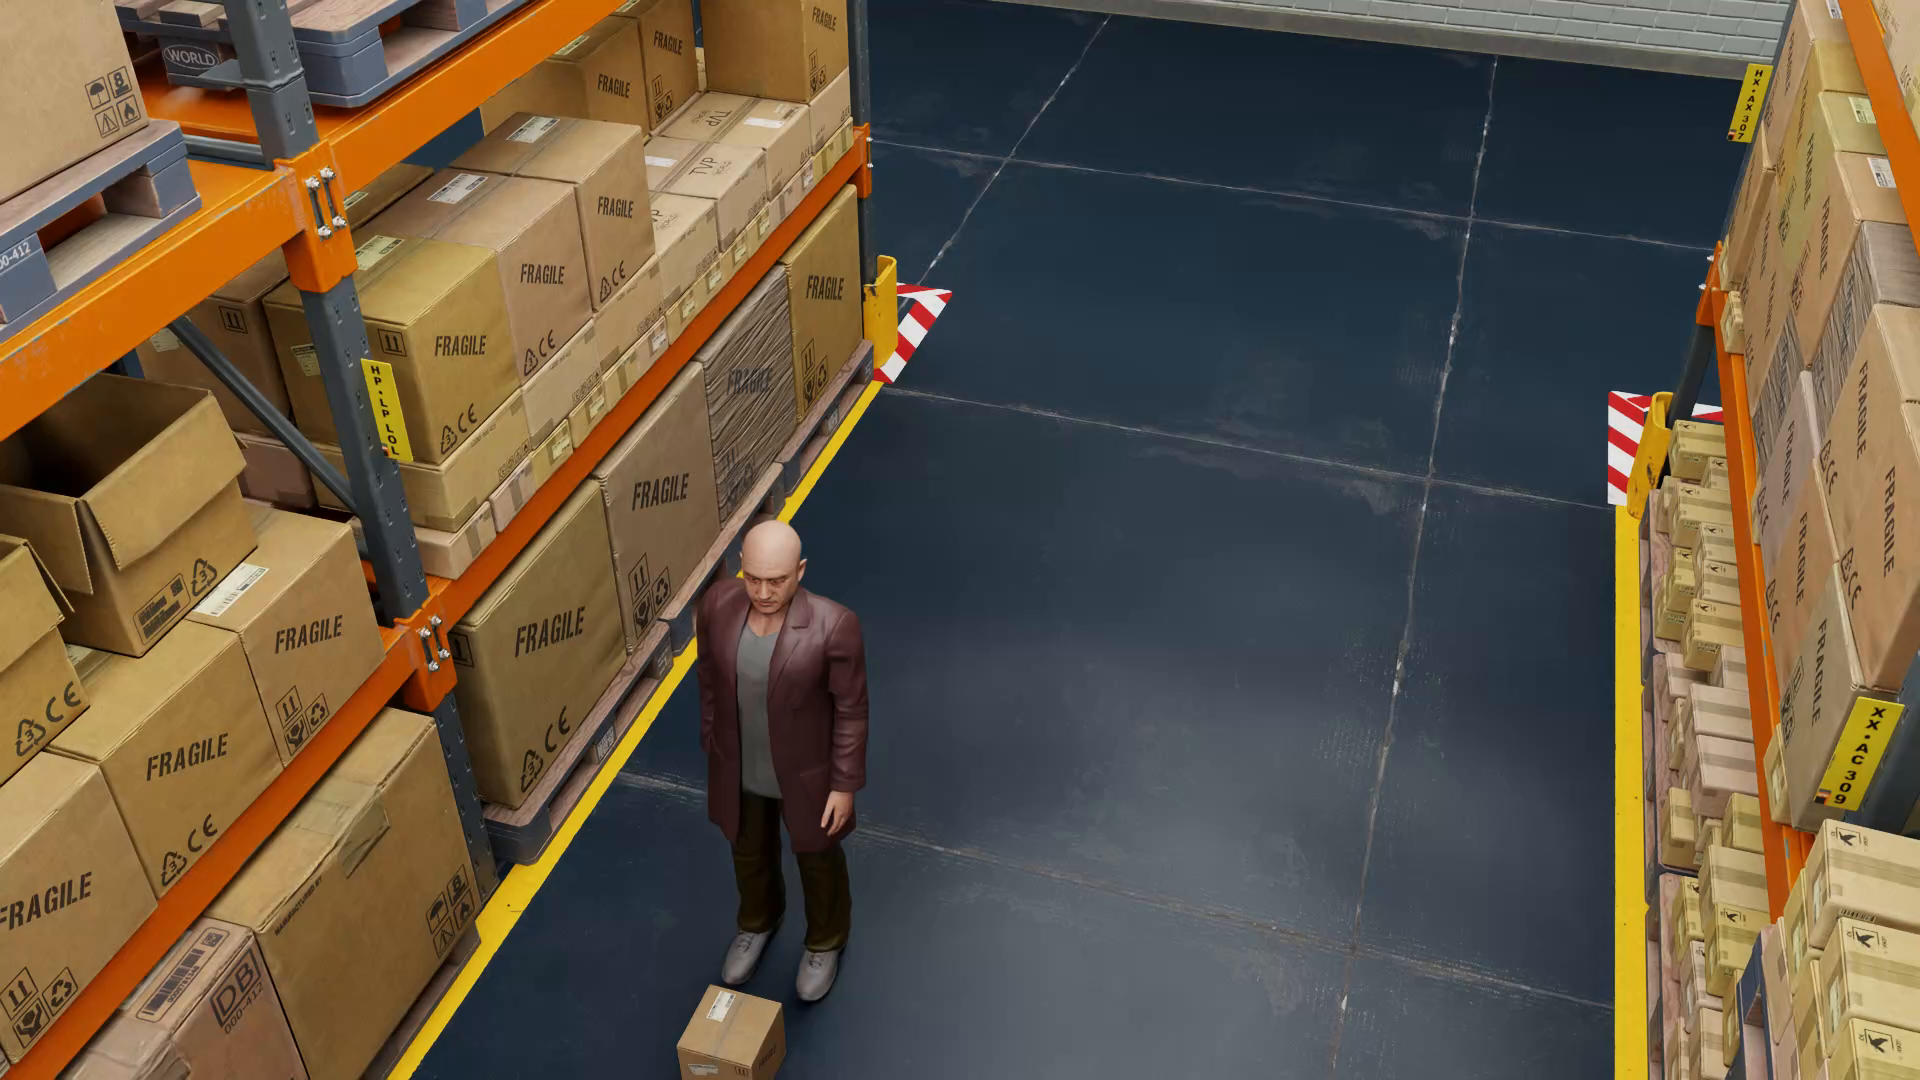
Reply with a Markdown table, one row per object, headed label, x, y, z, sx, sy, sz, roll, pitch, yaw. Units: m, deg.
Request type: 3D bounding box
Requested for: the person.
| label | x | y | z | sx | sy | sz | roll | pitch | yaw |
| --- | --- | --- | --- | --- | --- | --- | --- | --- | --- |
| person | -0.561 | 0.721 | 5.183 | 0.569 | 1.787 | 0.389 | 11 | 38 | 15 |
